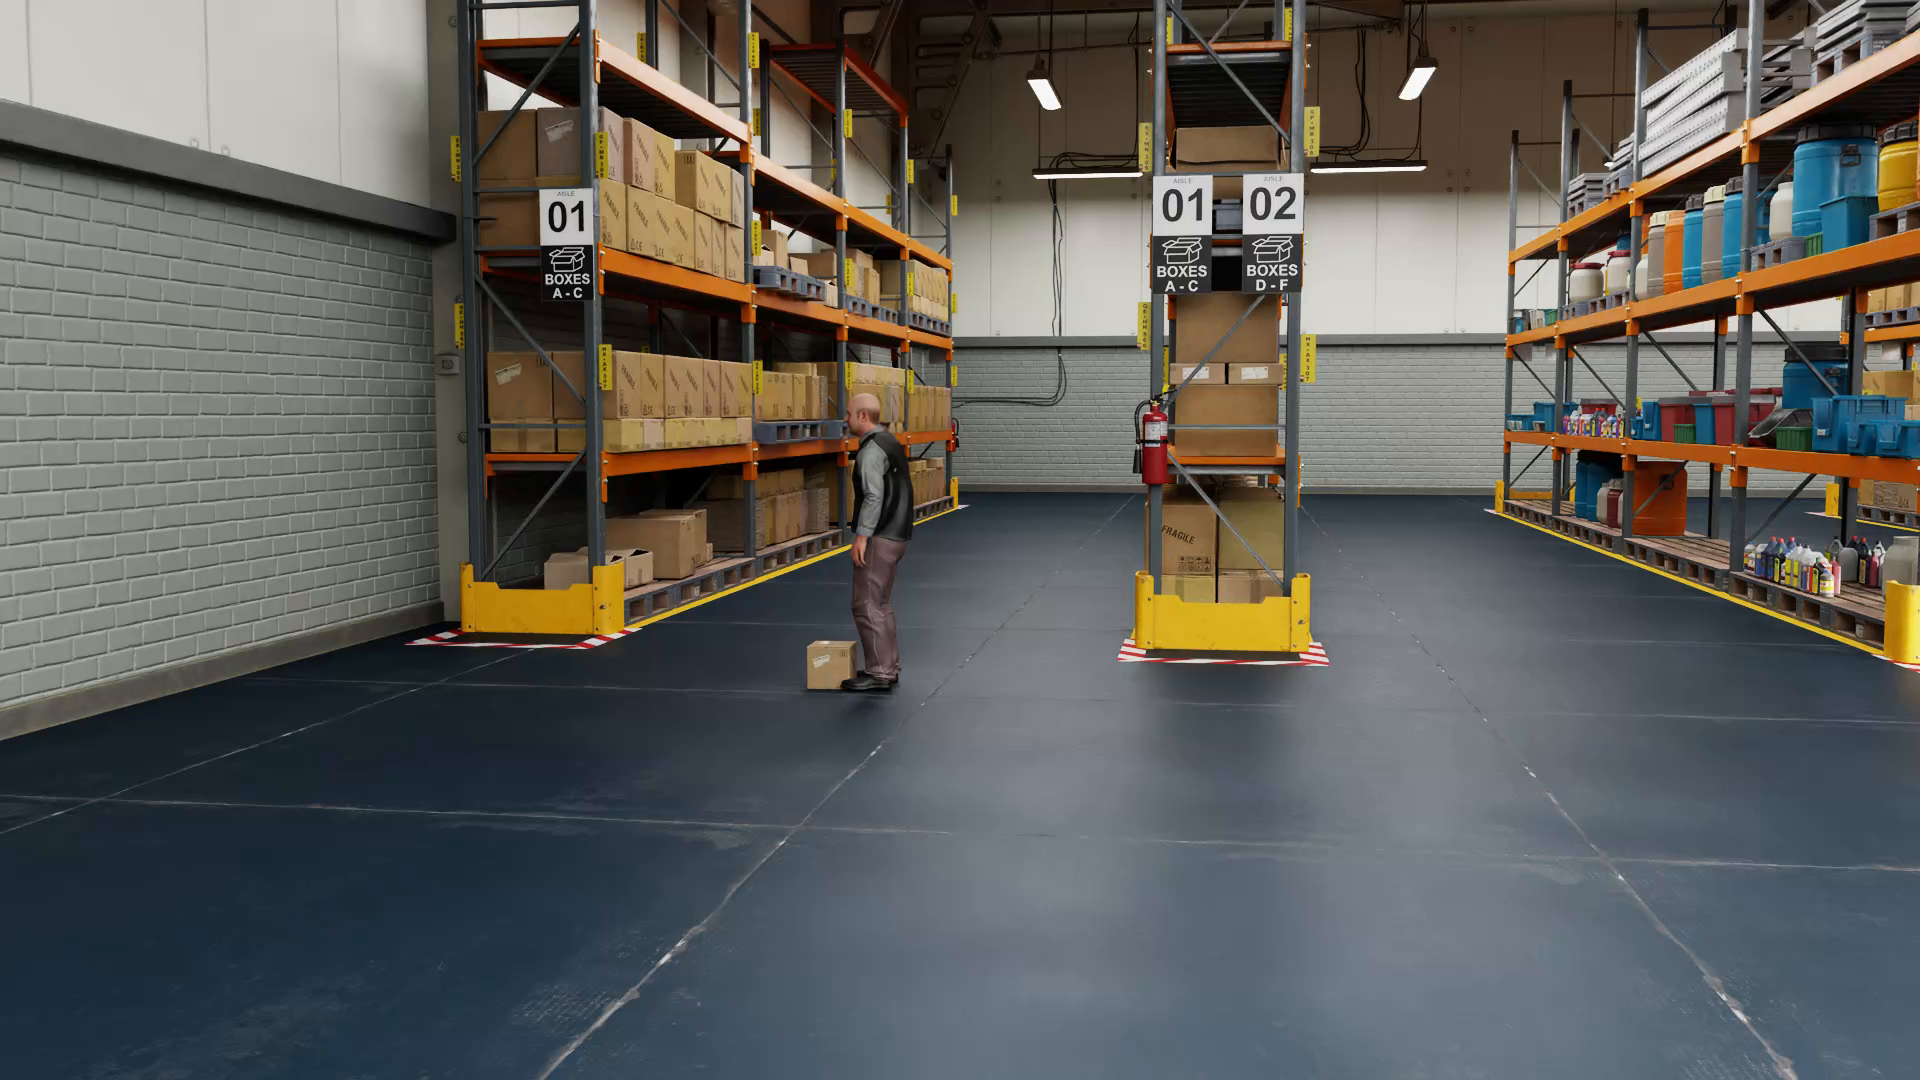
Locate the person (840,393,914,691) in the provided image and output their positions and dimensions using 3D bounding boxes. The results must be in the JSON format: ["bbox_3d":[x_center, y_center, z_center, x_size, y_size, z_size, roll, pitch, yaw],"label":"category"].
[{"bbox_3d":[-0.476,0.056,9.720,0.415,1.619,0.579,1,4,9],"label":"person"}]
